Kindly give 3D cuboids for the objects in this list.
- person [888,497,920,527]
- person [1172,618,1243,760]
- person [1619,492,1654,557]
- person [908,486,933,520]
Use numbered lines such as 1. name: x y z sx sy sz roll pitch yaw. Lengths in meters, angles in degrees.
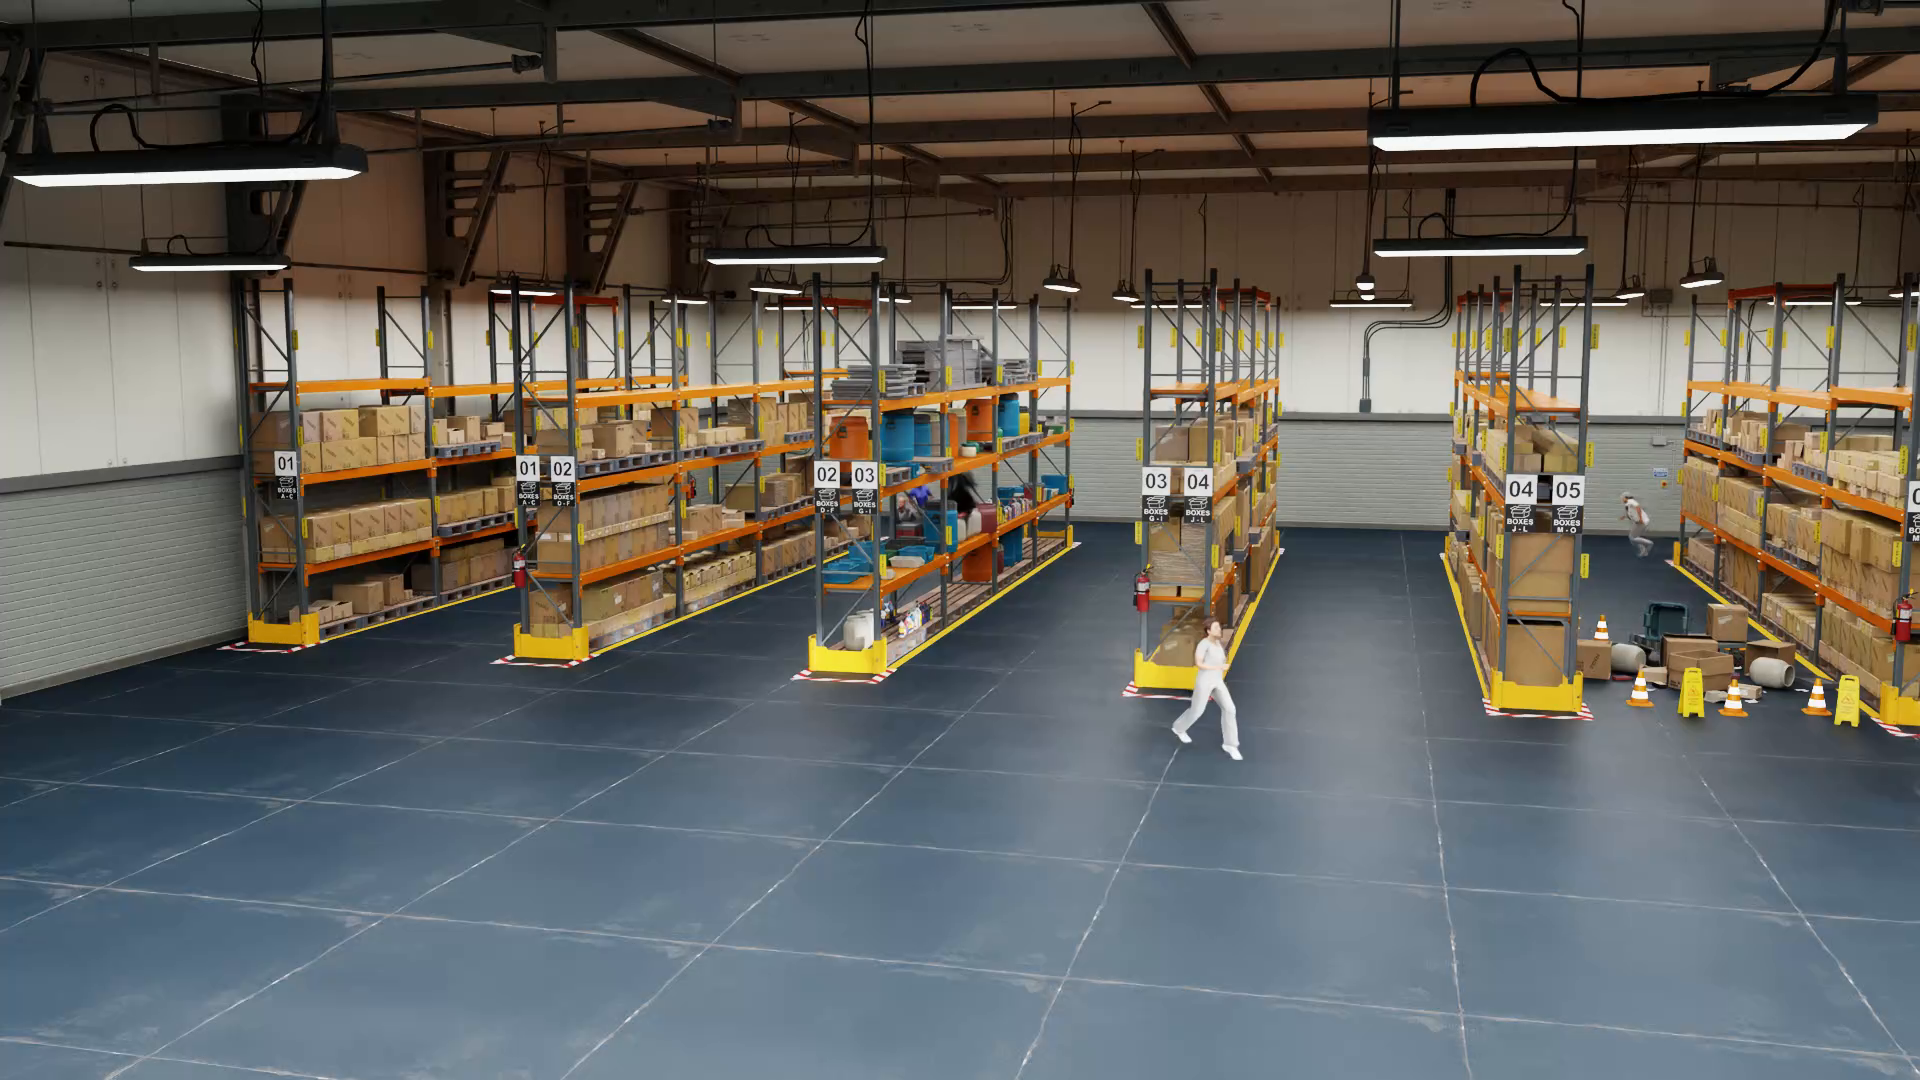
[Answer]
1. person: -1.203 -0.055 34.770 0.638 1.691 0.821 2 7 17
2. person: 2.969 1.782 20.147 0.534 1.704 1.008 -6 9 -40
3. person: 15.684 -0.352 38.613 0.792 1.525 0.626 4 8 28
4. person: -0.933 -0.772 41.707 0.747 1.579 0.734 -3 8 -26
